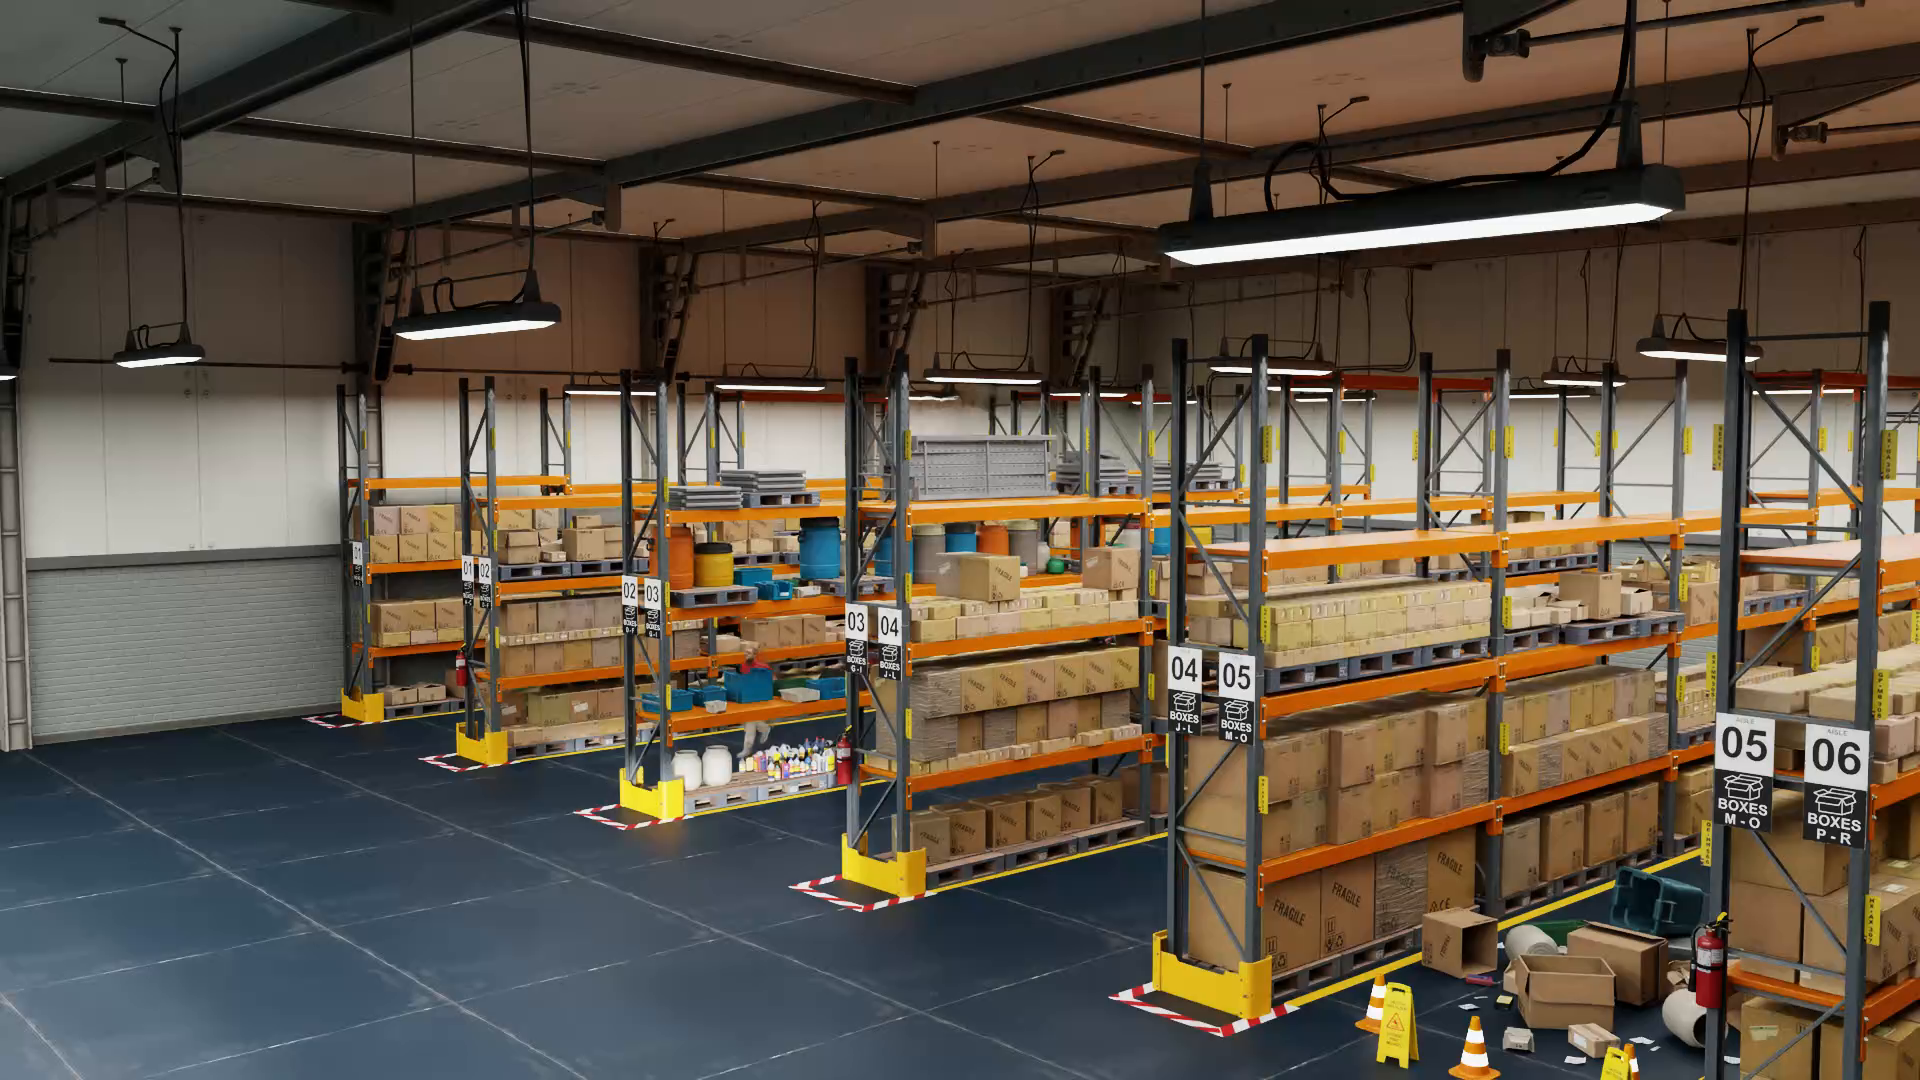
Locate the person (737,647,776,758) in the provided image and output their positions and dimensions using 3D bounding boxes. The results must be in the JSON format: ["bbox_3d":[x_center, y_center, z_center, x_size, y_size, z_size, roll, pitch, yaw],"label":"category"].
[{"bbox_3d":[-3.263,2.570,26.661,0.672,1.734,0.918,3,5,38],"label":"person"}]

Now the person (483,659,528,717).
[{"bbox_3d":[-7.701,2.429,28.265,0.825,1.823,0.631,-3,5,-41],"label":"person"}]
